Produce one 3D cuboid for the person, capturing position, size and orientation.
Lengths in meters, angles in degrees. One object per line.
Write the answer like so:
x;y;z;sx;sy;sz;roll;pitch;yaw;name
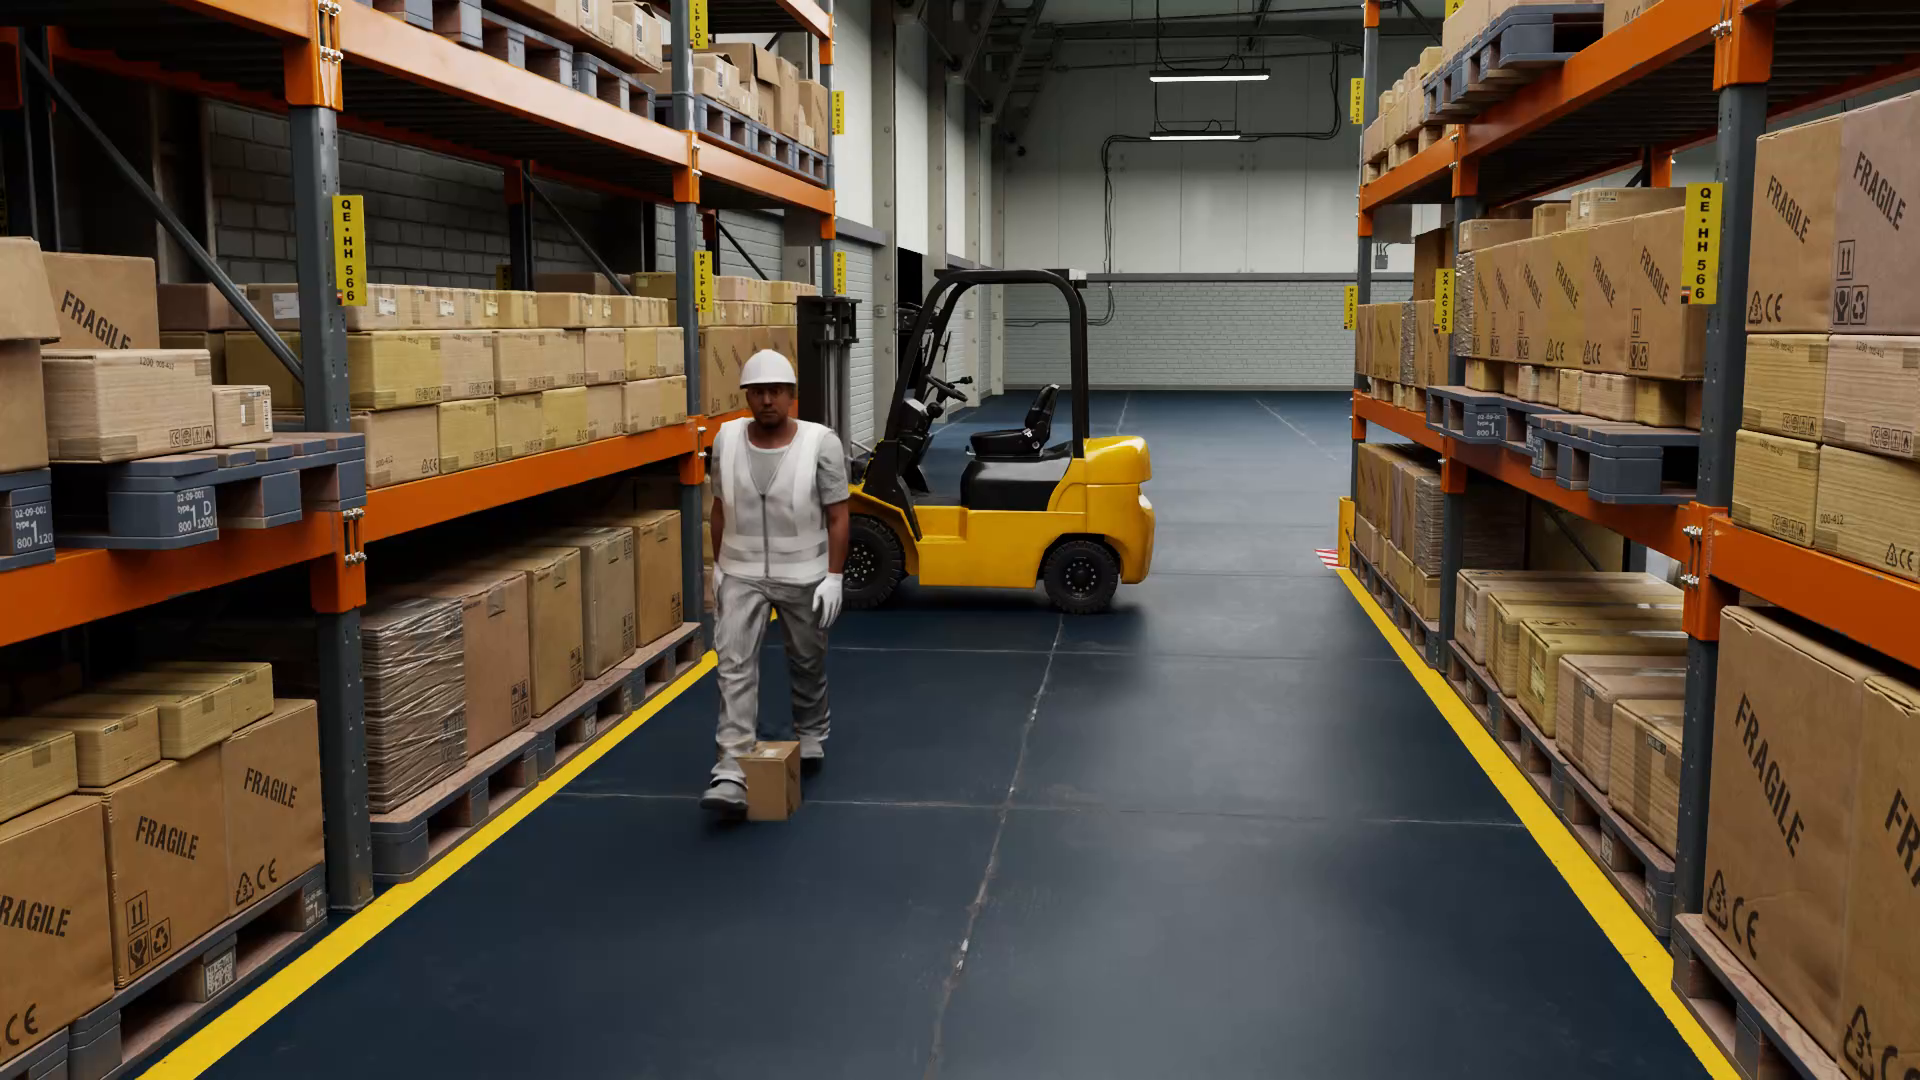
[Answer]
-0.702;0.128;6.355;0.565;1.706;1.129;0;8;3;person
